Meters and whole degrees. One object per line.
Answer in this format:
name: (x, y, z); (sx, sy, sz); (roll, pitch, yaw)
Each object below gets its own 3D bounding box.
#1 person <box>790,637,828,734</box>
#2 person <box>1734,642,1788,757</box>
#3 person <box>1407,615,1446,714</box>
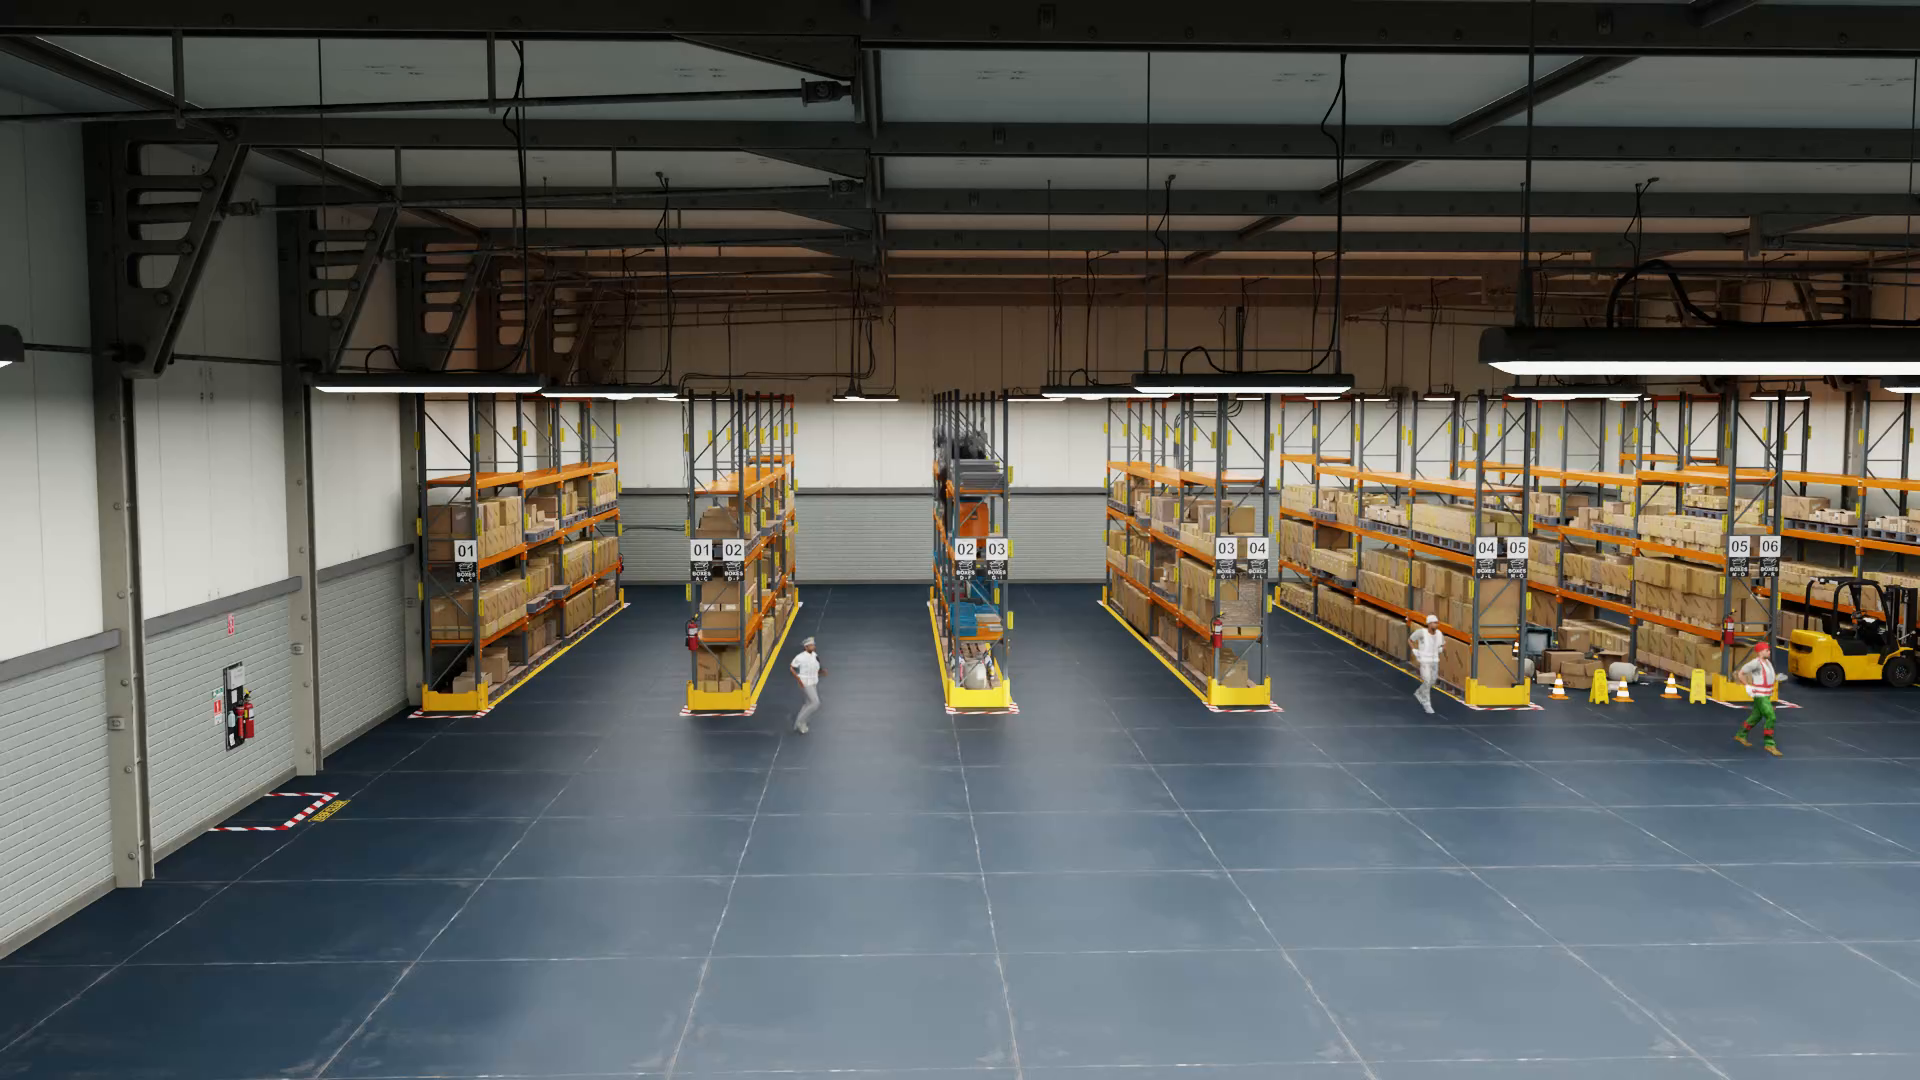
person: (-2.609, 2.523, 28.992); (0.639, 1.685, 0.554); (2, 5, 28)
person: (13.149, 2.589, 27.313); (0.654, 1.837, 0.836); (-4, 6, -44)
person: (8.831, 2.293, 31.216); (0.699, 1.774, 0.999); (-2, 5, -20)
